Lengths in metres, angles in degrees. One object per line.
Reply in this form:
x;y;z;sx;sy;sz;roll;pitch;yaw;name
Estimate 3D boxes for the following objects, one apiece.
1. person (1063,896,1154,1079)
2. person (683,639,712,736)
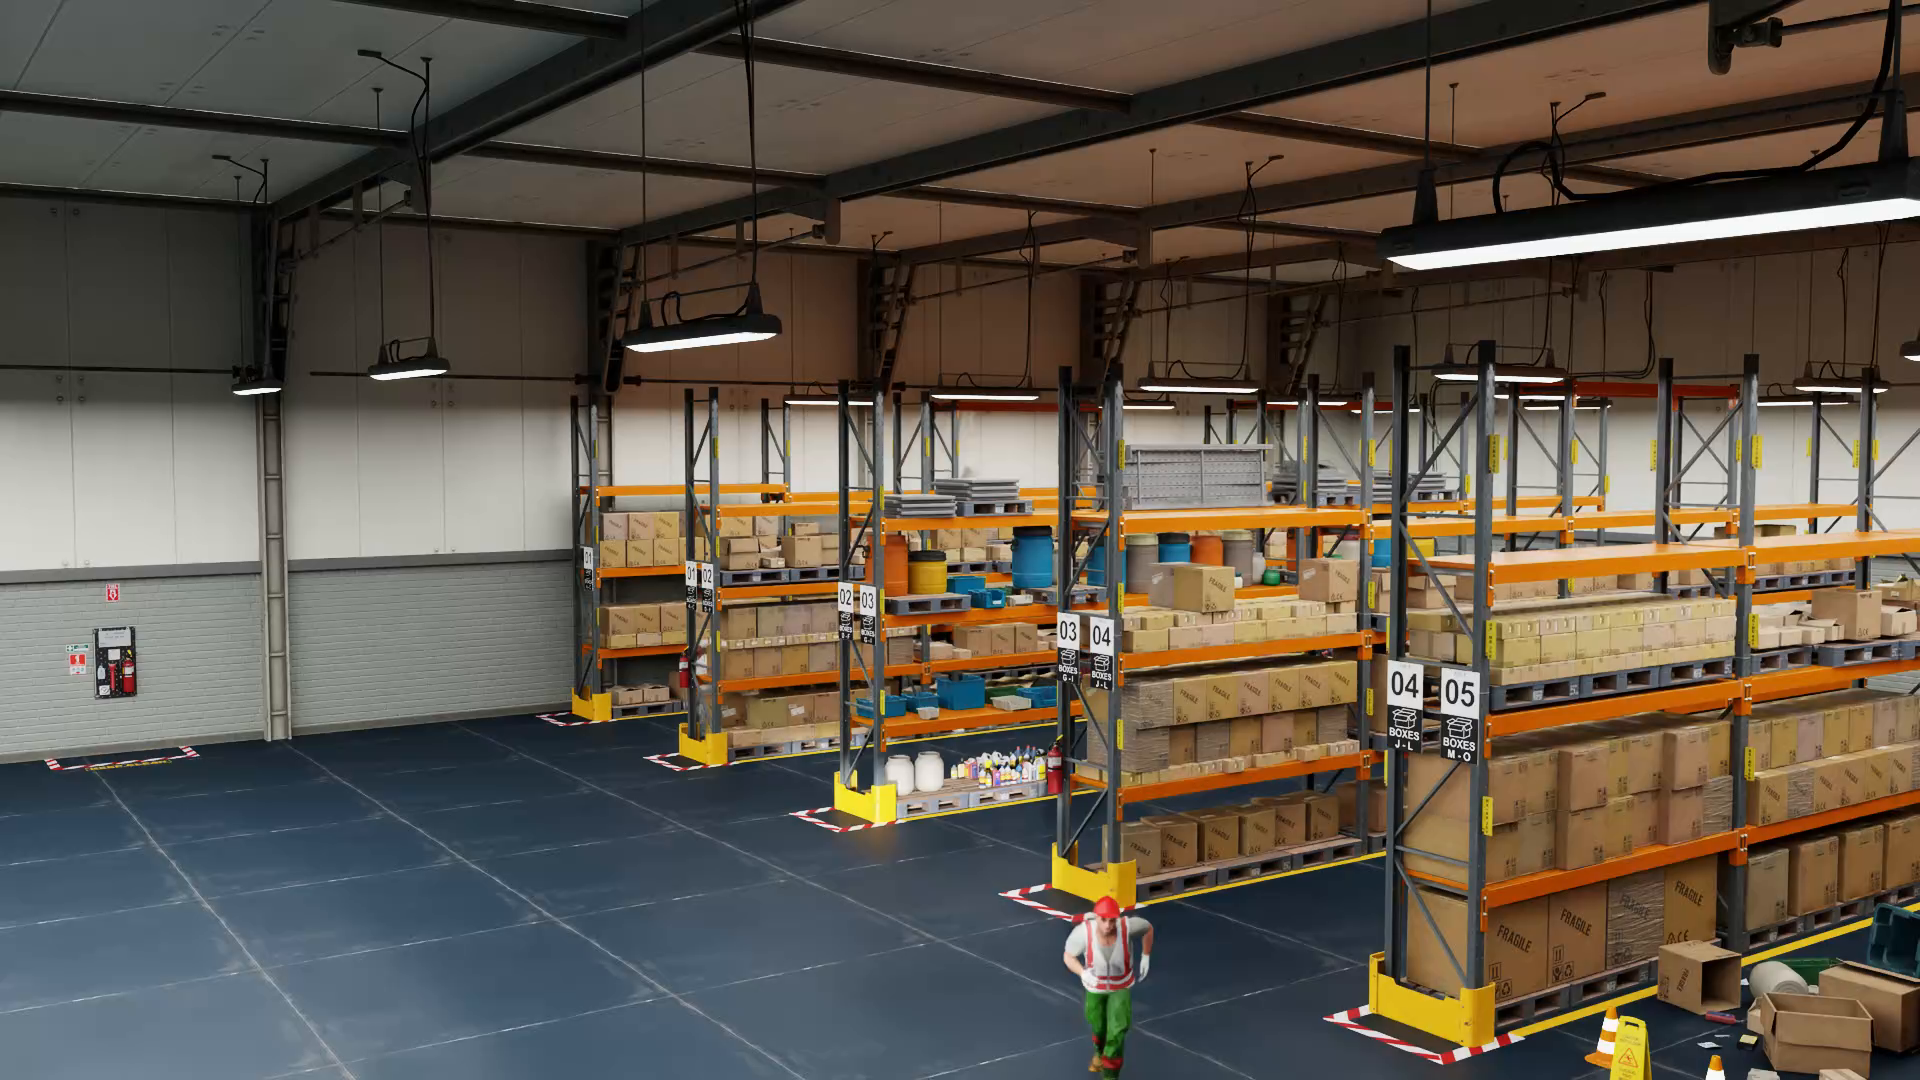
1.162;3.557;13.065;0.706;1.732;1.048;0;3;3;person
-4.481;2.560;28.814;0.638;1.716;0.697;-2;4;-34;person
